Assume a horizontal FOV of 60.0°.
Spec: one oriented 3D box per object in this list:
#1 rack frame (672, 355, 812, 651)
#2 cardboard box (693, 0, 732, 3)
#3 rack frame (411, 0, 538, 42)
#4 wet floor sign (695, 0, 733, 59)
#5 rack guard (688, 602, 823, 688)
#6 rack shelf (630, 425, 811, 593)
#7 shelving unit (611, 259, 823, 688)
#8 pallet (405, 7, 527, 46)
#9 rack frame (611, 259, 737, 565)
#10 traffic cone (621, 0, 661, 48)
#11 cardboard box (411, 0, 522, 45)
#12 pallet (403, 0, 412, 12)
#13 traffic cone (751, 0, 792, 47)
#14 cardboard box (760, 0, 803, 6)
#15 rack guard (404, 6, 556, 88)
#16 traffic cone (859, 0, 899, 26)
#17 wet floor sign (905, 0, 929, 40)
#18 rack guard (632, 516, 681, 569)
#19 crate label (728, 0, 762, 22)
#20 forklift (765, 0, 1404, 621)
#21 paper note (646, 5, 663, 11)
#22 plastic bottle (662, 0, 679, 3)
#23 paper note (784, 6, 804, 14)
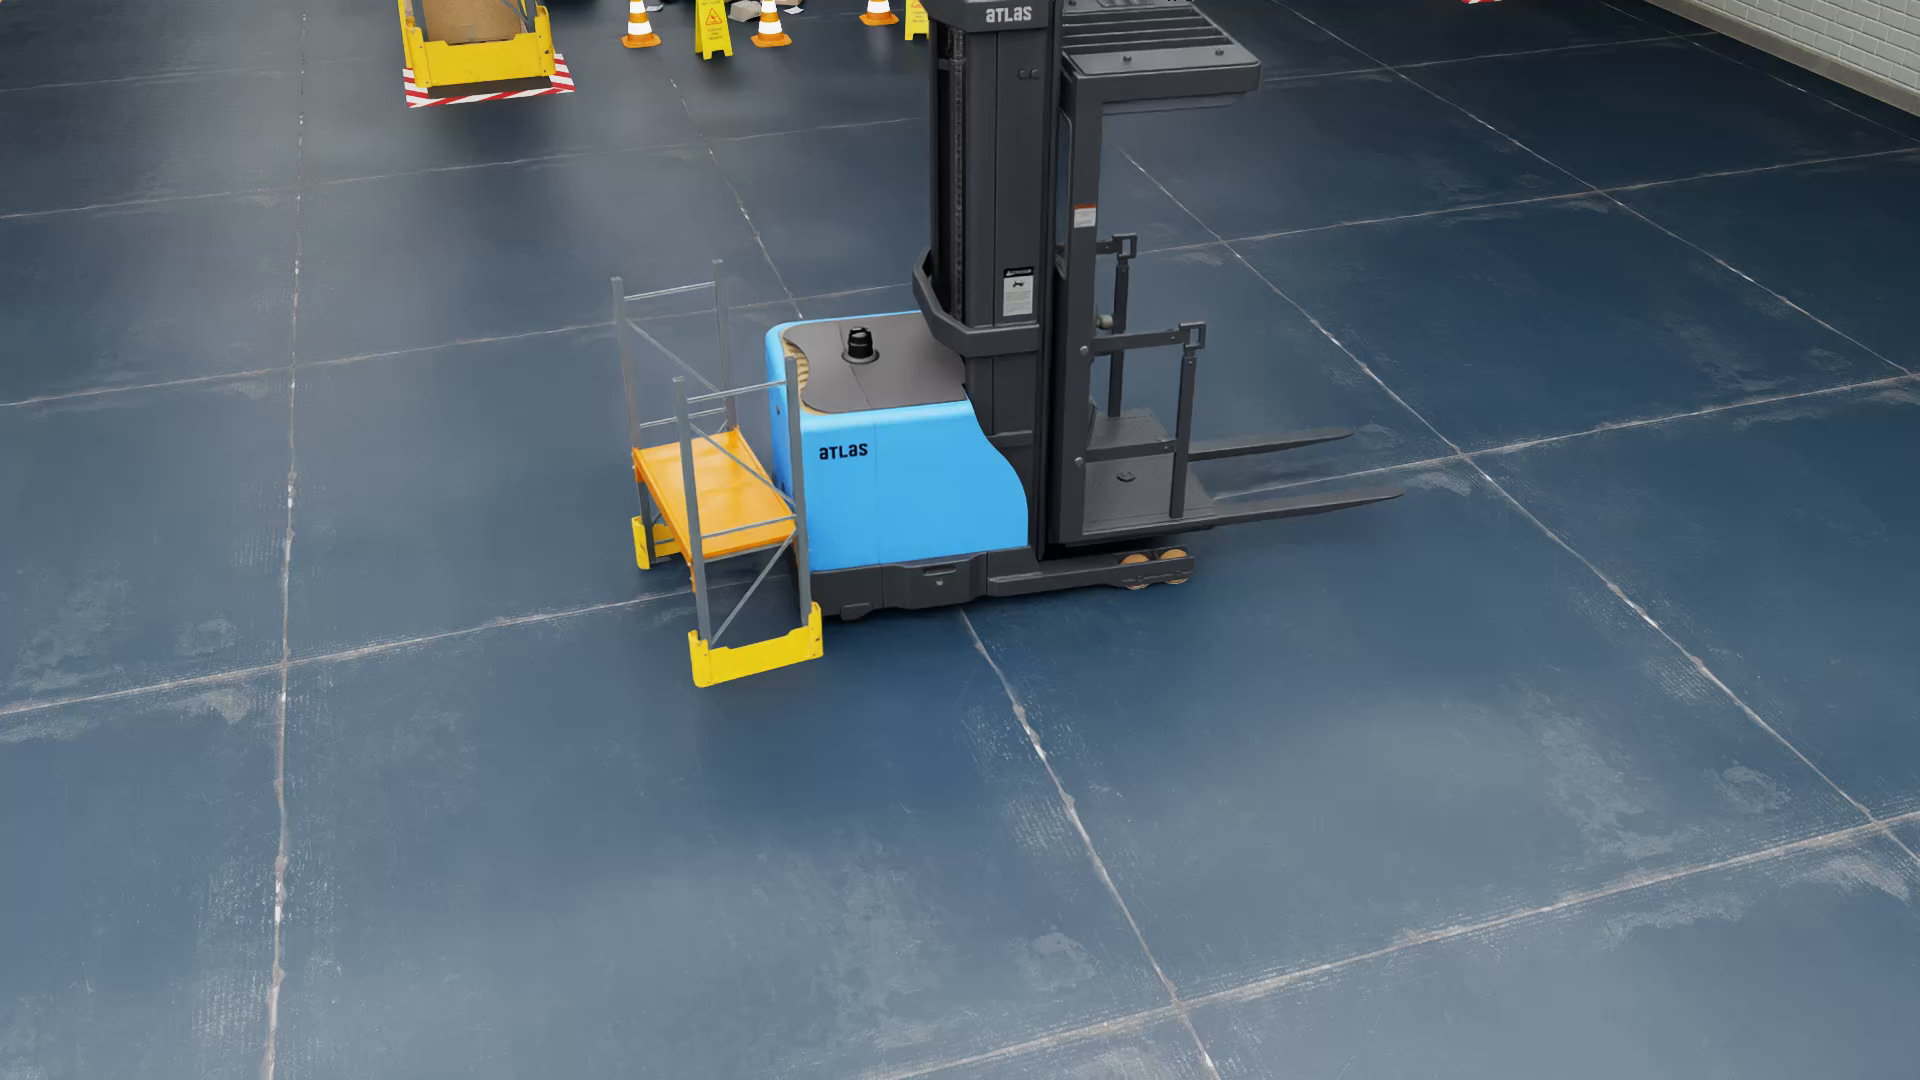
[{"bbox_3d":[-0.886,-0.051,6.967,0.500,1.500,0.032,-13,36,-19],"label":"rack frame"},{"bbox_3d":[-2.348,-5.598,16.266,0.637,0.503,0.797,19,38,26],"label":"cardboard box"},{"bbox_3d":[-4.085,-5.258,13.486,1.000,3.000,0.127,-10,35,-15],"label":"rack frame"},{"bbox_3d":[-2.190,-4.593,14.616,0.267,0.644,0.232,-16,37,-23],"label":"wet floor sign"},{"bbox_3d":[-0.894,0.460,7.327,0.587,0.250,0.087,-13,36,-19],"label":"rack guard"},{"bbox_3d":[-1.088,-0.159,7.456,0.538,0.185,1.000,-13,36,-19],"label":"rack shelf"},{"bbox_3d":[-1.091,-0.313,7.364,0.587,1.500,1.083,-13,36,-19],"label":"shelving unit"},{"bbox_3d":[-4.403,-4.501,14.870,1.003,0.211,1.213,-10,35,-15],"label":"pallet"},{"bbox_3d":[-1.290,-0.566,7.746,0.500,1.500,0.032,-13,36,-19],"label":"rack frame"},{"bbox_3d":[-2.894,-4.717,14.969,0.336,0.463,0.334,-10,35,-15],"label":"traffic cone"},{"bbox_3d":[-4.354,-4.892,14.478,0.875,0.875,0.875,-10,35,-14],"label":"cardboard box"},{"bbox_3d":[-4.771,-5.141,15.838,1.003,0.211,1.213,-10,35,-15],"label":"pallet"},{"bbox_3d":[-1.714,-4.729,14.986,0.336,0.463,0.334,-10,35,-15],"label":"traffic cone"},{"bbox_3d":[-1.725,-5.302,16.139,0.380,0.149,0.250,7,34,10],"label":"cardboard box"},{"bbox_3d":[-4.077,-4.202,14.156,1.175,0.500,0.348,-10,35,-15],"label":"rack guard"},{"bbox_3d":[-0.761,-5.094,15.539,0.336,0.463,0.334,-10,35,-15],"label":"traffic cone"},{"bbox_3d":[-0.362,-4.881,15.052,0.267,0.644,0.232,1,33,2],"label":"wet floor sign"},{"bbox_3d":[-1.289,-0.044,8.089,0.587,0.250,0.087,-13,36,-19],"label":"rack guard"},{"bbox_3d":[-2.013,-4.995,15.685,0.298,0.136,0.250,27,42,34],"label":"crate label"},{"bbox_3d":[0.642,-1.265,7.506,3.031,2.935,1.130,-7,34,-10],"label":"forklift"},{"bbox_3d":[-2.933,-5.105,15.950,0.144,0.017,0.142,1,33,2],"label":"paper note"},{"bbox_3d":[-2.871,-5.308,16.227,0.133,0.061,0.283,-23,40,-31],"label":"plastic bottle"},{"bbox_3d":[-1.585,-5.066,15.889,0.148,0.019,0.142,-23,40,-31],"label":"paper note"}]
